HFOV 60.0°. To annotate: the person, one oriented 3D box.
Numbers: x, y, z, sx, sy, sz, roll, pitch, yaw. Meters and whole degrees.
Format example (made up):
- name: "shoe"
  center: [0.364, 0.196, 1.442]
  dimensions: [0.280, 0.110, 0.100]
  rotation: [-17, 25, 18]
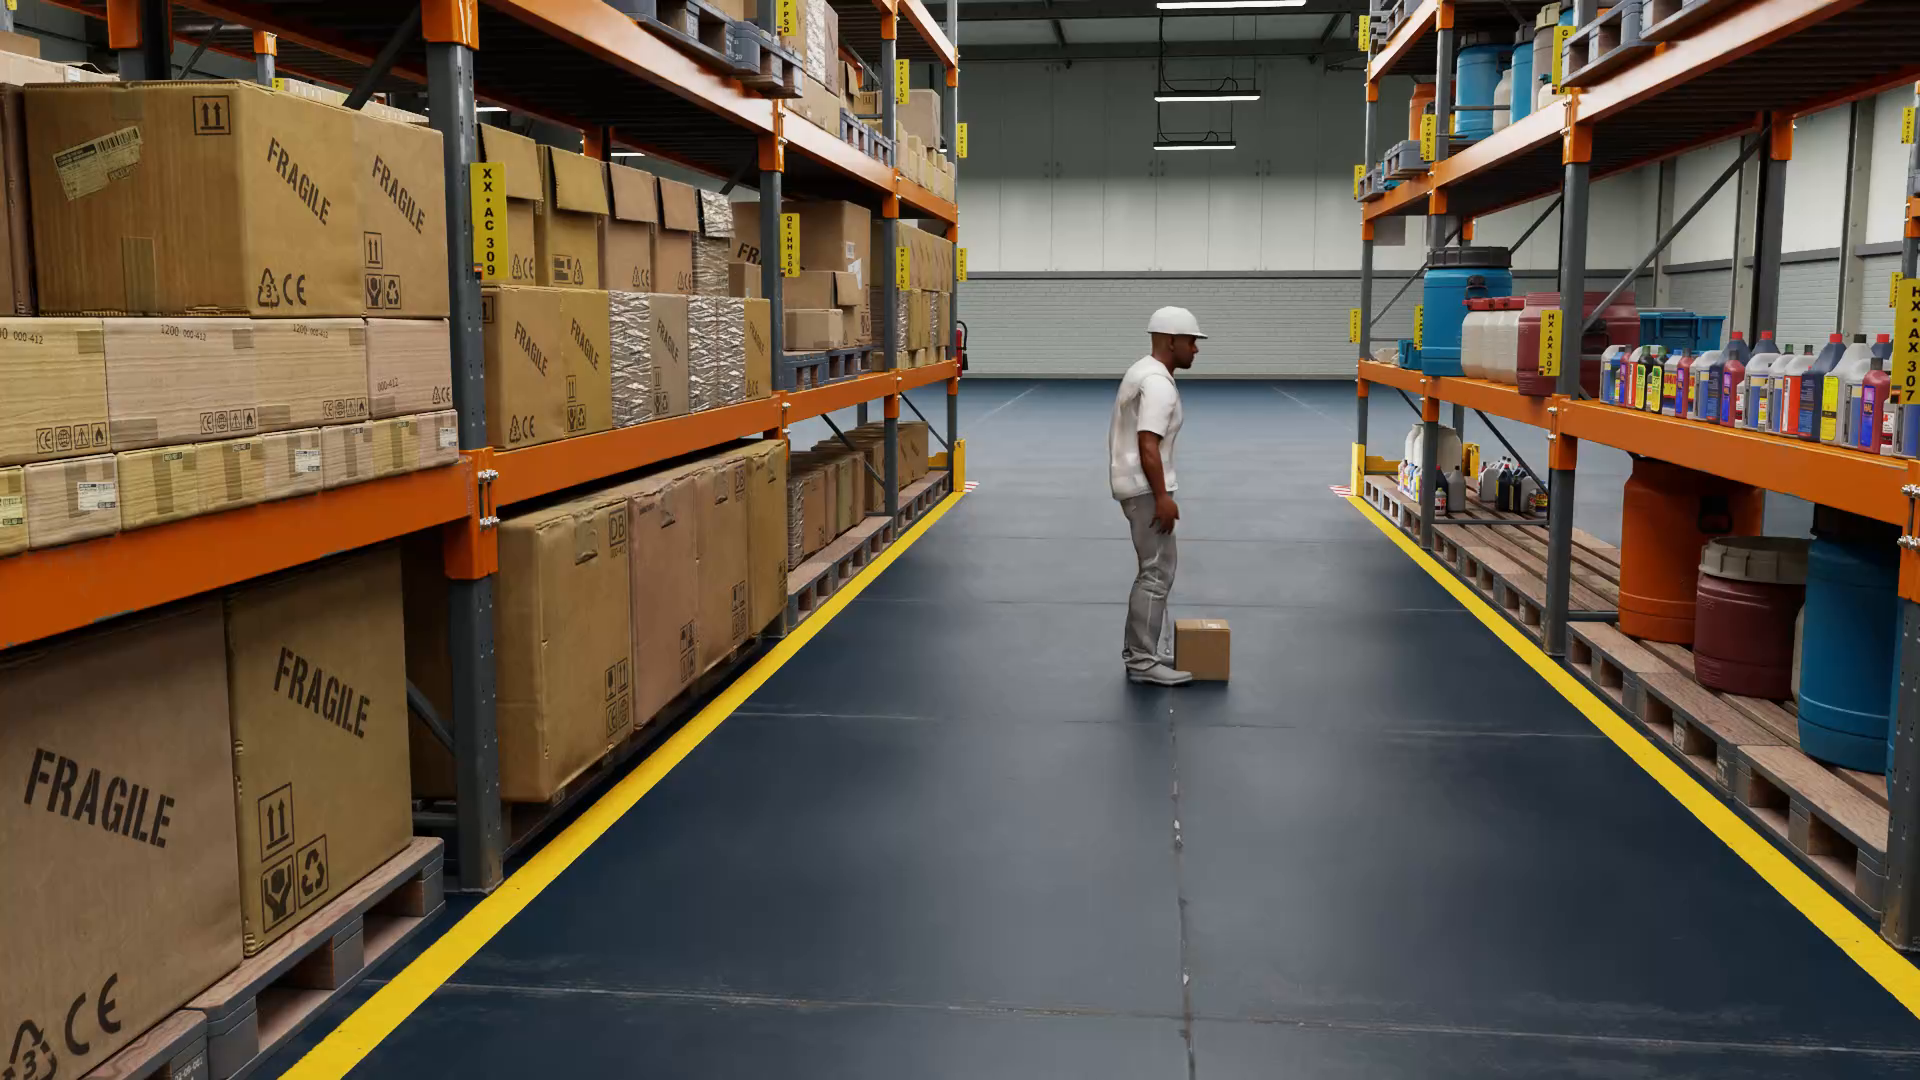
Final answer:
- name: "person"
  center: [0.939, -0.223, 7.909]
  dimensions: [0.462, 1.760, 0.636]
  rotation: [1, 8, 5]
